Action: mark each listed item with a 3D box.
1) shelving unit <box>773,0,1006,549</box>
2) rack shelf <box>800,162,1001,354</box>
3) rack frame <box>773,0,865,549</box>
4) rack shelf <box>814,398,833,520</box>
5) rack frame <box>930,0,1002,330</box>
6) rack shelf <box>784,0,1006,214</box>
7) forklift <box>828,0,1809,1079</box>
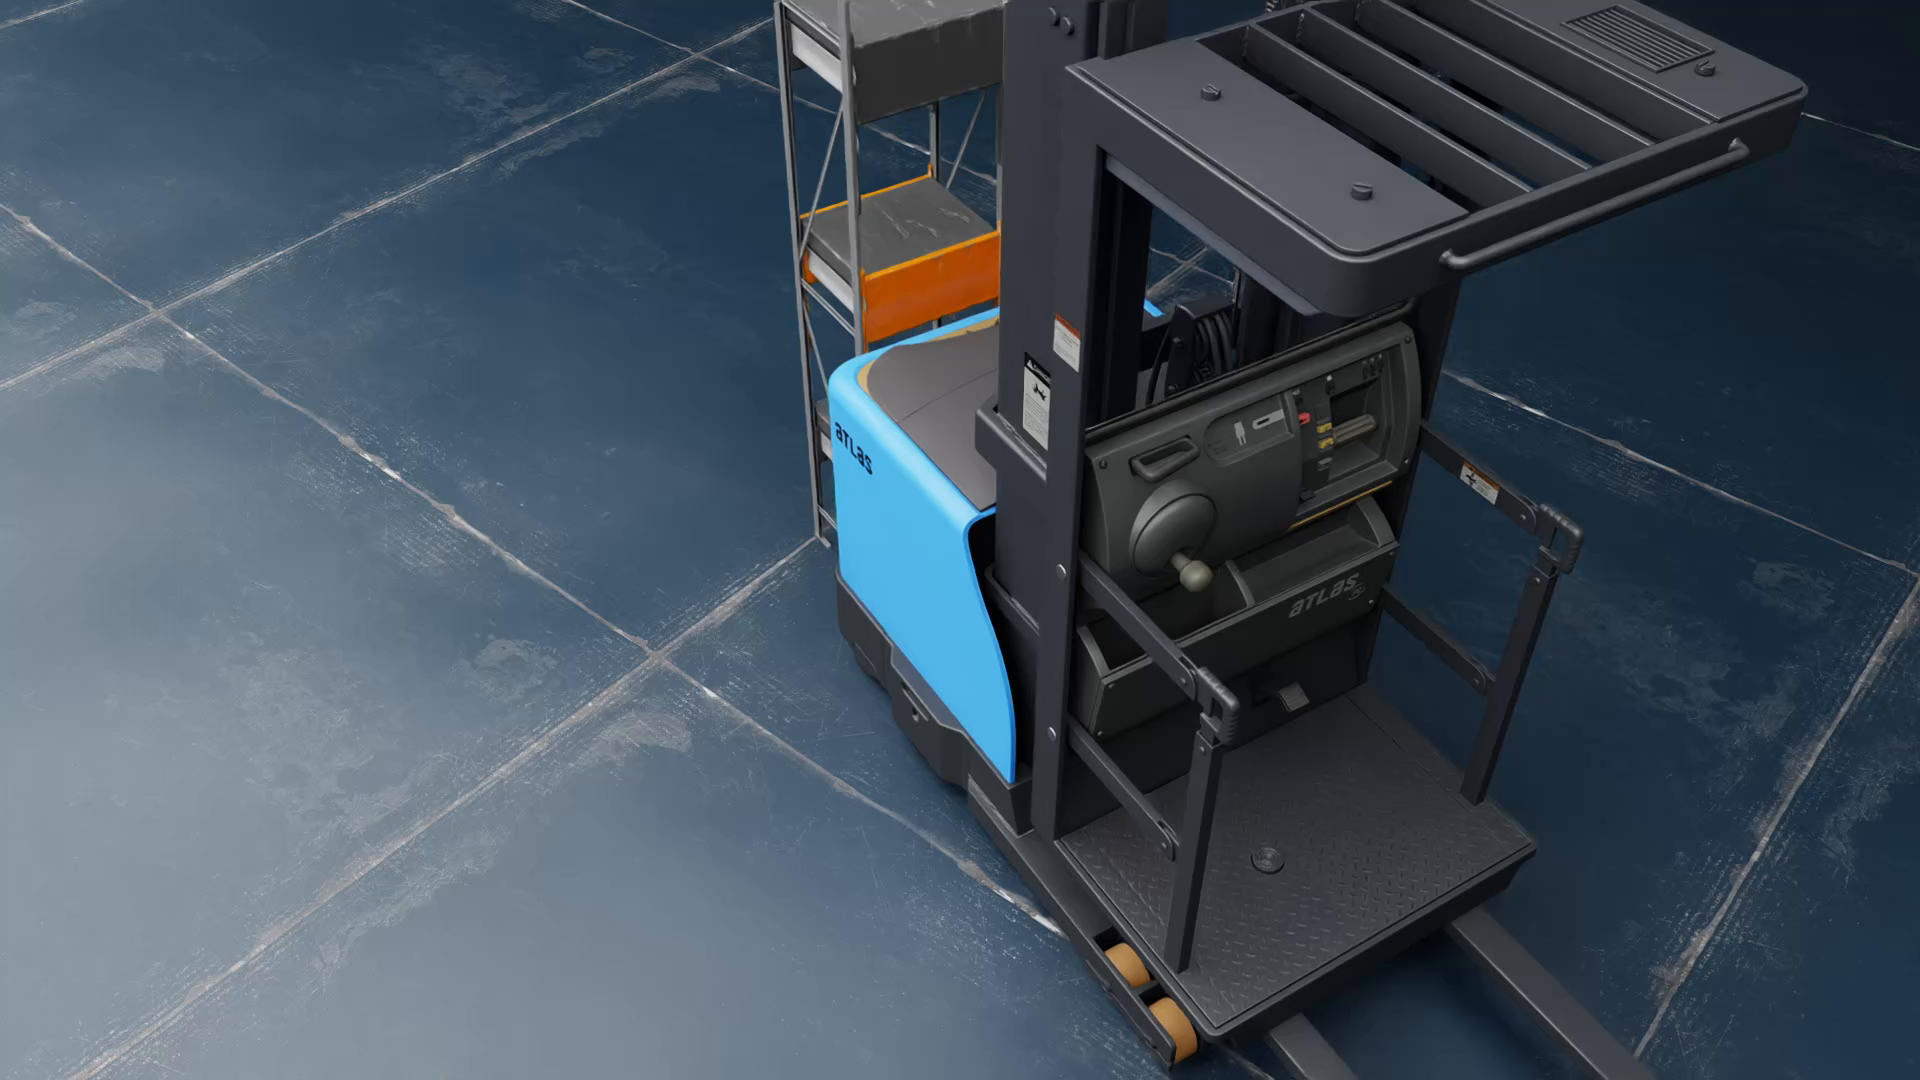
[{"bbox_3d":[-0.183,-0.774,5.040,0.503,2.100,0.431,-23,47,-23],"label":"shelving unit"},{"bbox_3d":[-0.183,-0.763,5.049,0.480,0.518,0.431,-23,47,-23],"label":"rack shelf"},{"bbox_3d":[-0.389,-0.685,4.943,0.015,2.100,0.400,-23,47,-23],"label":"rack frame"},{"bbox_3d":[-0.183,-0.246,5.520,0.480,0.518,0.431,-23,47,-23],"label":"rack shelf"},{"bbox_3d":[0.023,-0.862,5.137,0.015,2.100,0.400,-23,47,-23],"label":"rack frame"},{"bbox_3d":[-0.183,-1.281,4.578,0.480,0.518,0.431,-23,47,-23],"label":"rack shelf"},{"bbox_3d":[0.810,-0.106,3.688,1.130,2.935,3.031,-22,47,-23],"label":"forklift"}]
